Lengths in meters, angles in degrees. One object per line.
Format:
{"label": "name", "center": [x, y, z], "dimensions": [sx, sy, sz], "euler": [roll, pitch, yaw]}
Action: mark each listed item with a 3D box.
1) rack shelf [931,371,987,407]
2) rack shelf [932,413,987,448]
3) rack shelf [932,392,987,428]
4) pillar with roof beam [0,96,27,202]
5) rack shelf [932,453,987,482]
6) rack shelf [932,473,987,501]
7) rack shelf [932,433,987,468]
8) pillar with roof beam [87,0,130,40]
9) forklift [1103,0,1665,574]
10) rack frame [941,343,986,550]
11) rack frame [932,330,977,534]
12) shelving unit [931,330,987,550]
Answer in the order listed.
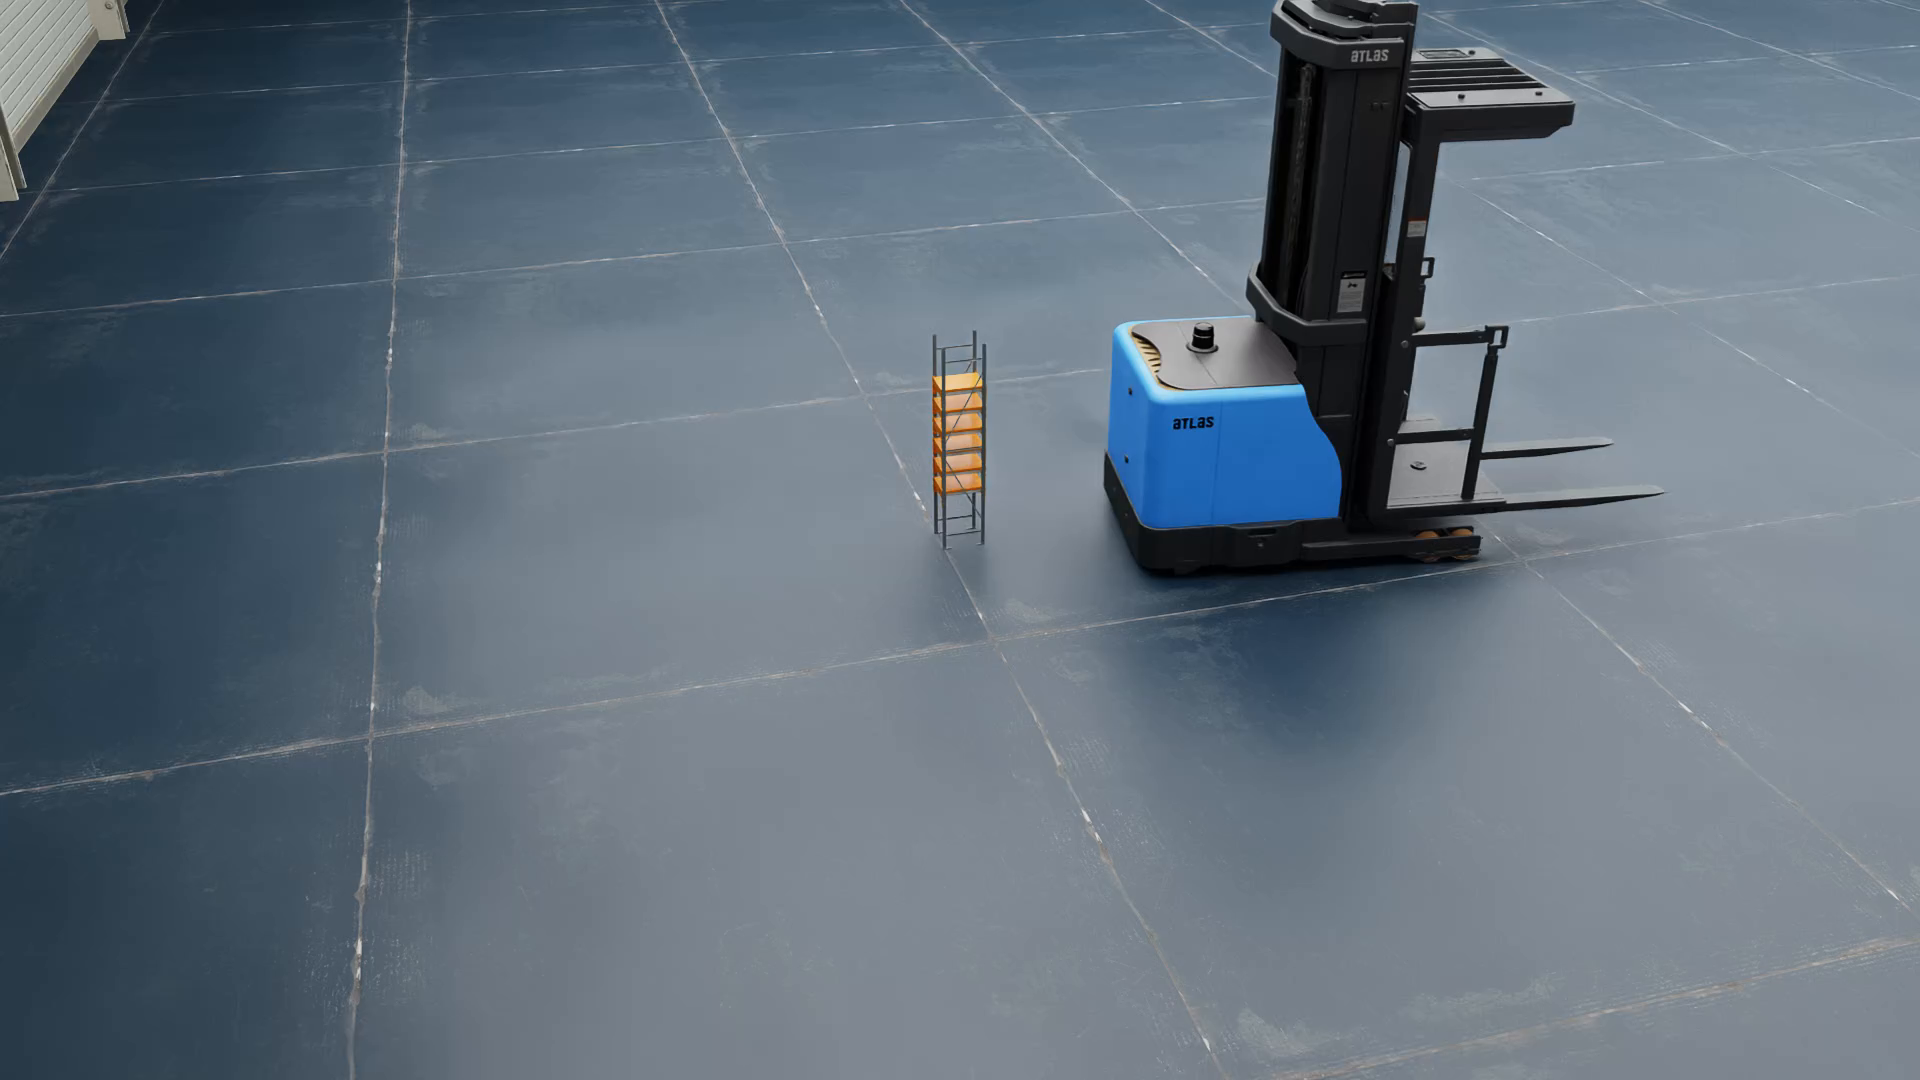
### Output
{"label": "rack shelf", "center": [-0.004, -0.799, 8.803], "dimensions": [0.258, 0.103, 0.180], "euler": [-8, 31, -13]}
{"label": "rack shelf", "center": [-0.004, -0.592, 8.924], "dimensions": [0.258, 0.103, 0.180], "euler": [-8, 31, -13]}
{"label": "rack shelf", "center": [-0.004, -0.696, 8.864], "dimensions": [0.258, 0.103, 0.180], "euler": [-8, 31, -13]}
{"label": "pillar with roof beam", "center": [-4.154, -7.463, 13.161], "dimensions": [9.100, 9.000, 0.400], "euler": [-8, 31, -13]}
{"label": "rack shelf", "center": [-0.004, -0.384, 9.044], "dimensions": [0.258, 0.103, 0.180], "euler": [-8, 31, -13]}
{"label": "rack shelf", "center": [-0.004, -0.280, 9.104], "dimensions": [0.258, 0.103, 0.180], "euler": [-8, 31, -13]}
{"label": "rack shelf", "center": [-0.004, -0.488, 8.984], "dimensions": [0.258, 0.103, 0.180], "euler": [-8, 31, -13]}
{"label": "pillar with roof beam", "center": [-5.747, -10.361, 18.168], "dimensions": [9.100, 9.000, 0.400], "euler": [-8, 31, -13]}
{"label": "forklift", "center": [2.390, -1.406, 8.754], "dimensions": [3.031, 2.935, 1.130], "euler": [-4, 30, -7]}
{"label": "rack frame", "center": [0.020, -0.482, 8.885], "dimensions": [0.240, 1.200, 0.006], "euler": [-8, 31, -13]}
{"label": "rack frame", "center": [-0.028, -0.570, 9.038], "dimensions": [0.240, 1.200, 0.006], "euler": [-8, 31, -13]}
{"label": "shelving unit", "center": [-0.004, -0.526, 8.962], "dimensions": [0.258, 1.200, 0.189], "euler": [-8, 31, -13]}
